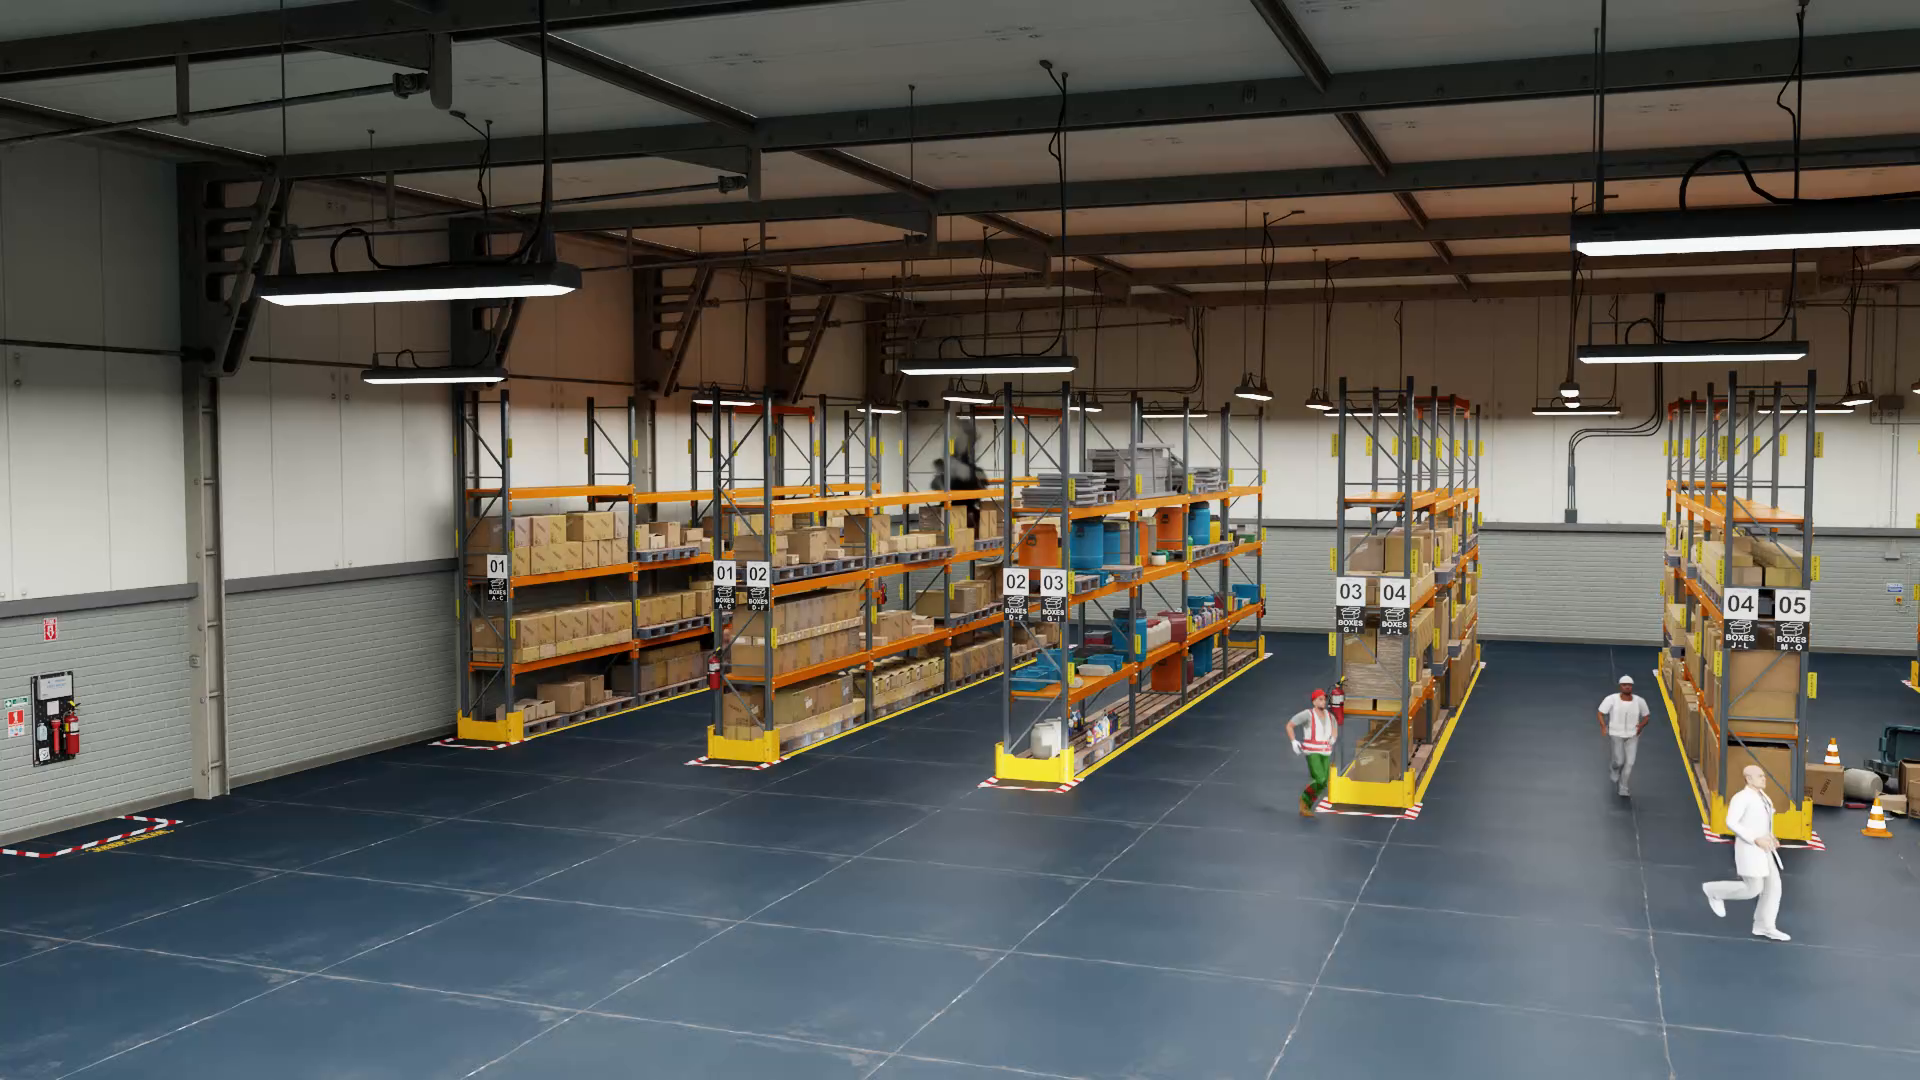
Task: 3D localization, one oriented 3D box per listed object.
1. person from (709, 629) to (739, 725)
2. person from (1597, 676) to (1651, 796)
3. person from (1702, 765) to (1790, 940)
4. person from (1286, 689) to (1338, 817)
[{"bbox_3d":[-4.150,2.482,29.414,0.677,1.835,0.909,1,3,15],"label":"person"},{"bbox_3d":[9.598,2.817,24.046,0.706,1.724,0.618,1,3,12],"label":"person"},{"bbox_3d":[8.148,3.193,17.158,0.711,1.752,0.877,-2,4,-37],"label":"person"},{"bbox_3d":[4.826,2.889,22.431,0.683,1.738,0.597,-2,4,-29],"label":"person"}]
